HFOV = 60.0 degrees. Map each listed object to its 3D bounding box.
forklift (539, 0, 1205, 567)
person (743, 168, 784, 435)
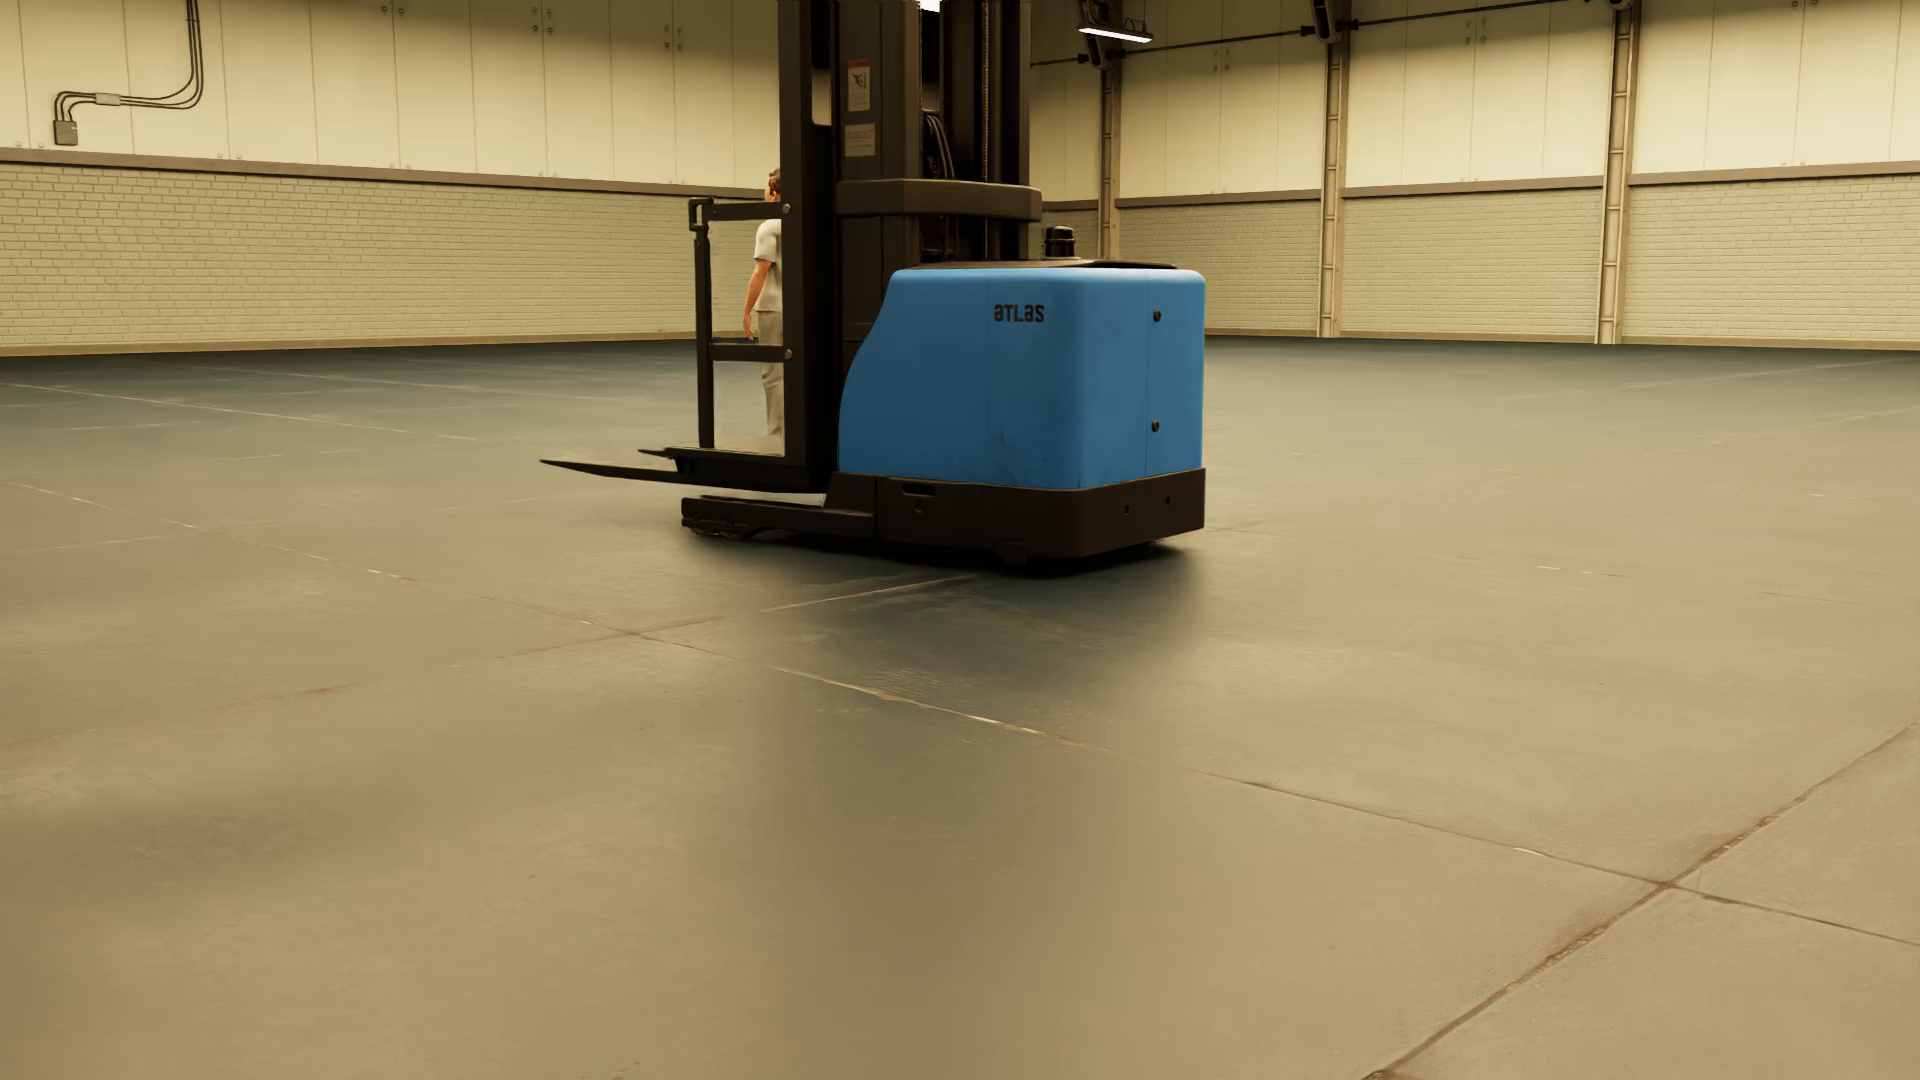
[{"bbox_3d":[-0.527,-1.504,6.860,3.031,2.935,1.130,6,11,36],"label":"forklift"},{"bbox_3d":[-1.045,-1.285,9.575,0.549,1.674,0.549,8,12,44],"label":"person"}]
